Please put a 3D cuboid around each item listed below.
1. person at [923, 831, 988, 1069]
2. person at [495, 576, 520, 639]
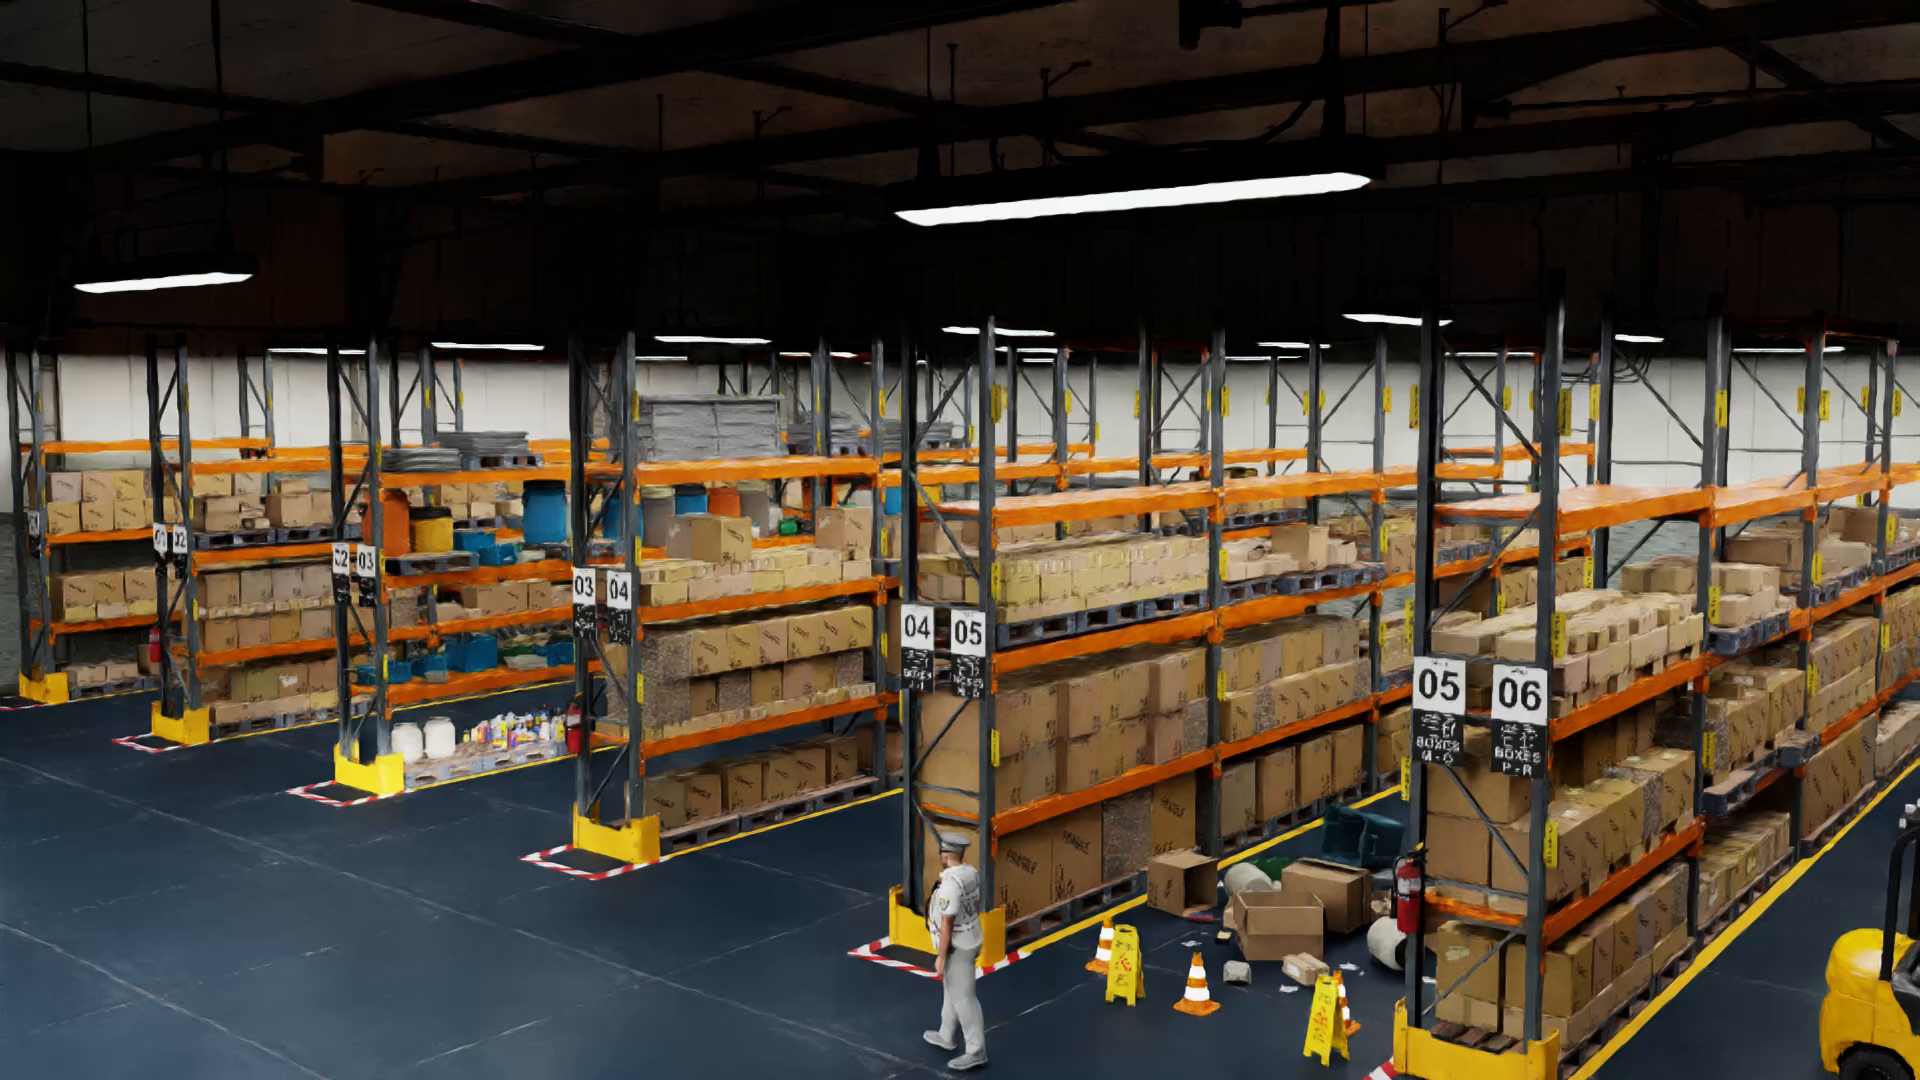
[{"bbox_3d":[-0.053,3.135,12.880,0.634,1.742,0.675,2,5,19],"label":"person"},{"bbox_3d":[-9.043,1.374,33.212,0.592,1.629,0.532,4,6,37],"label":"person"}]
